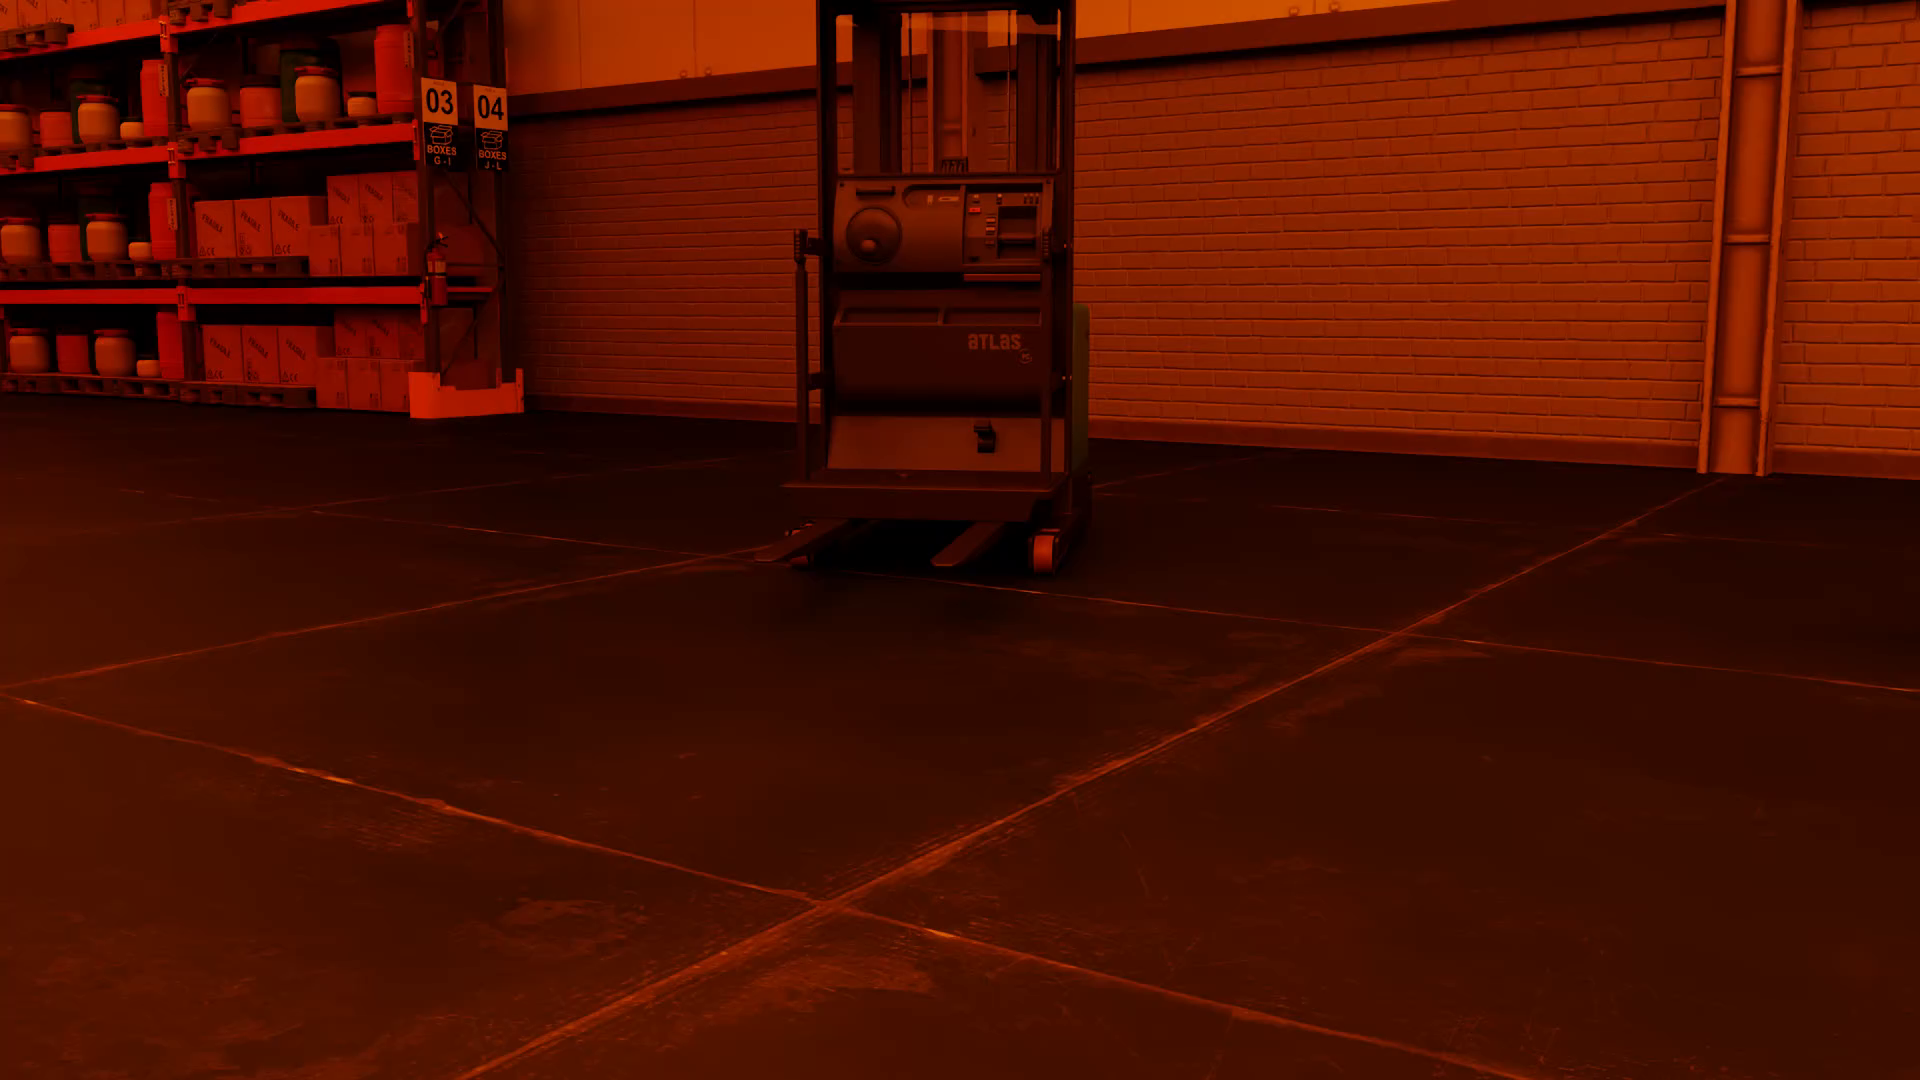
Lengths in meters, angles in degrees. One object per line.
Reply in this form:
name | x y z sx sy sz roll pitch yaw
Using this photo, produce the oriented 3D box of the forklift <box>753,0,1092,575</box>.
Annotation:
forklift | -0.104 -1.364 6.788 1.130 2.935 3.031 1 8 9
